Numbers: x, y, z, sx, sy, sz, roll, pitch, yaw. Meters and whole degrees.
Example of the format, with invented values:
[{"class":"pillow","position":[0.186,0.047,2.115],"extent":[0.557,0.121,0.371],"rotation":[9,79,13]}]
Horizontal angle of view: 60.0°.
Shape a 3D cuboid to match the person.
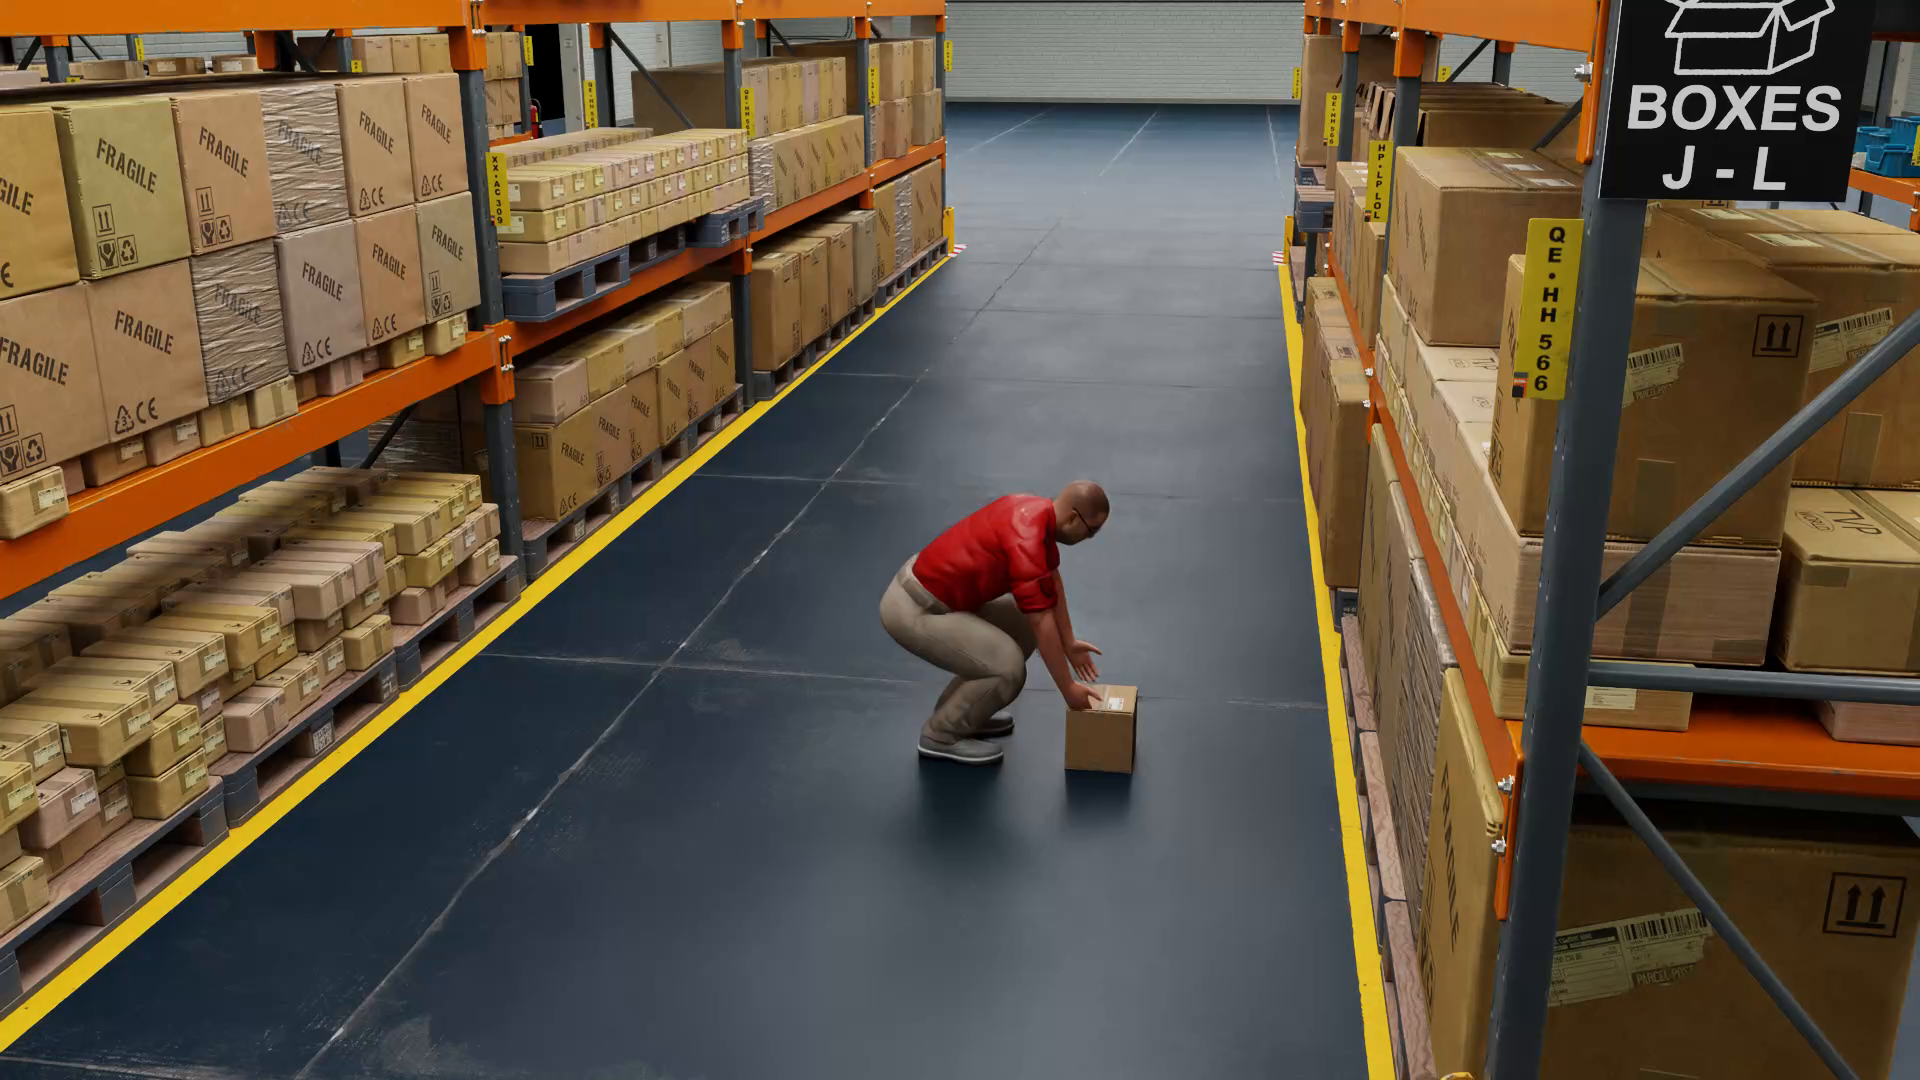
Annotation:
[{"class":"person","position":[0.138,0.278,6.315],"extent":[0.855,1.060,0.568],"rotation":[3,18,9]}]
